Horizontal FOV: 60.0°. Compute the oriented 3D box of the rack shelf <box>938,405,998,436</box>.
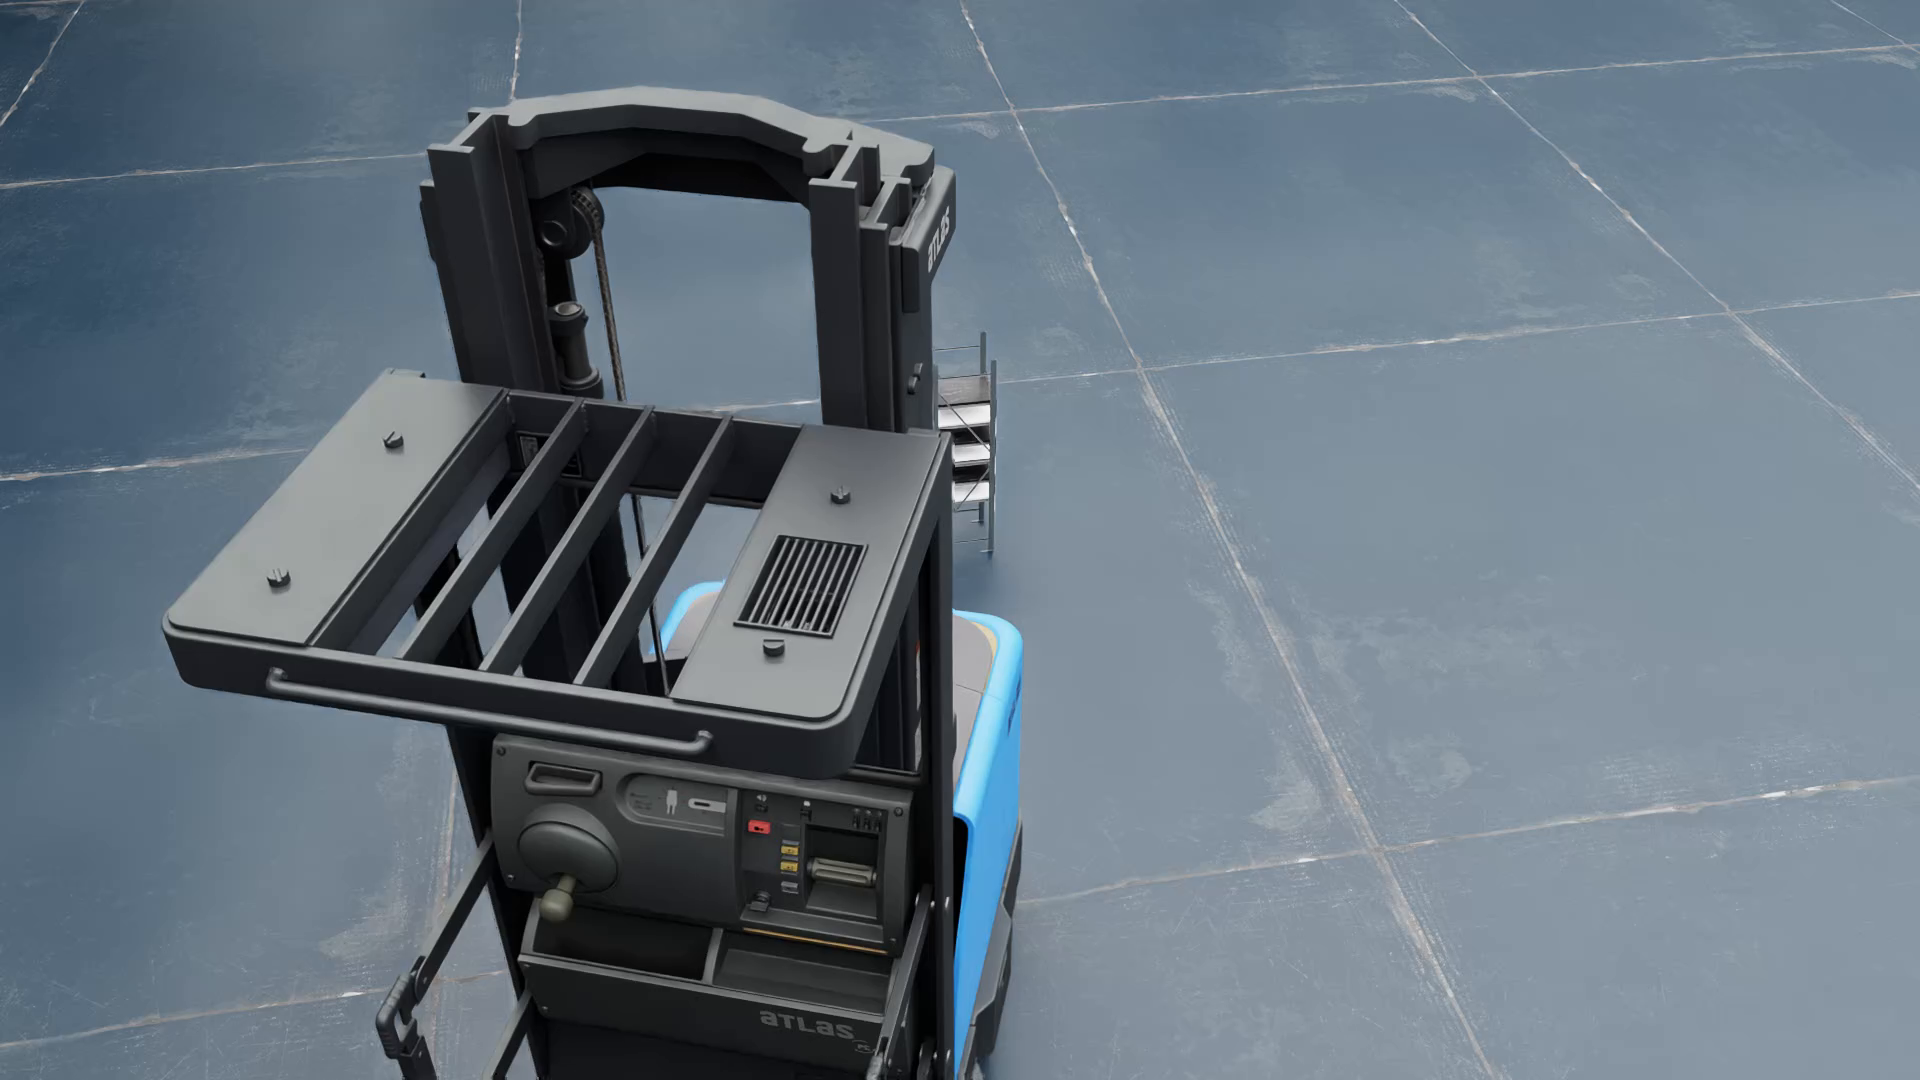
[{"bbox_3d":[-0.001,-0.476,6.390,0.258,0.077,0.200,-6,38,-8],"label":"rack shelf"}]

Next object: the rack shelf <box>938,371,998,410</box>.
[{"bbox_3d":[-0.001,-0.547,6.335,0.258,0.077,0.200,-6,38,-8],"label":"rack shelf"}]

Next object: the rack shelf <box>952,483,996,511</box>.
[{"bbox_3d":[-0.001,-0.192,6.611,0.258,0.077,0.200,-6,38,-8],"label":"rack shelf"}]

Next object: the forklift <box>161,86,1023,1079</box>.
[{"bbox_3d":[-0.605,0.737,3.412,1.130,2.935,3.031,7,38,9],"label":"forklift"}]

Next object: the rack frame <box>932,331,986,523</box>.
[{"bbox_3d":[-0.019,-0.422,6.559,0.240,0.900,0.006,-6,38,-8],"label":"rack frame"}]

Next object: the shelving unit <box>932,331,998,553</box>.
[{"bbox_3d":[-0.001,-0.360,6.480,0.258,0.900,0.210,-6,38,-8],"label":"shelving unit"}]

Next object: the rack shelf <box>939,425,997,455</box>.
[{"bbox_3d":[-0.001,-0.405,6.445,0.258,0.077,0.200,-6,38,-8],"label":"rack shelf"}]

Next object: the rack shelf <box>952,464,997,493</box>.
[{"bbox_3d":[-0.001,-0.263,6.556,0.258,0.077,0.200,-6,38,-8],"label":"rack shelf"}]

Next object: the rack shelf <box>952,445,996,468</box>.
[{"bbox_3d":[-0.001,-0.334,6.501,0.258,0.077,0.200,-6,38,-8],"label":"rack shelf"}]

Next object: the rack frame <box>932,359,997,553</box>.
[{"bbox_3d":[0.016,-0.299,6.401,0.240,0.900,0.006,-6,38,-8],"label":"rack frame"}]
